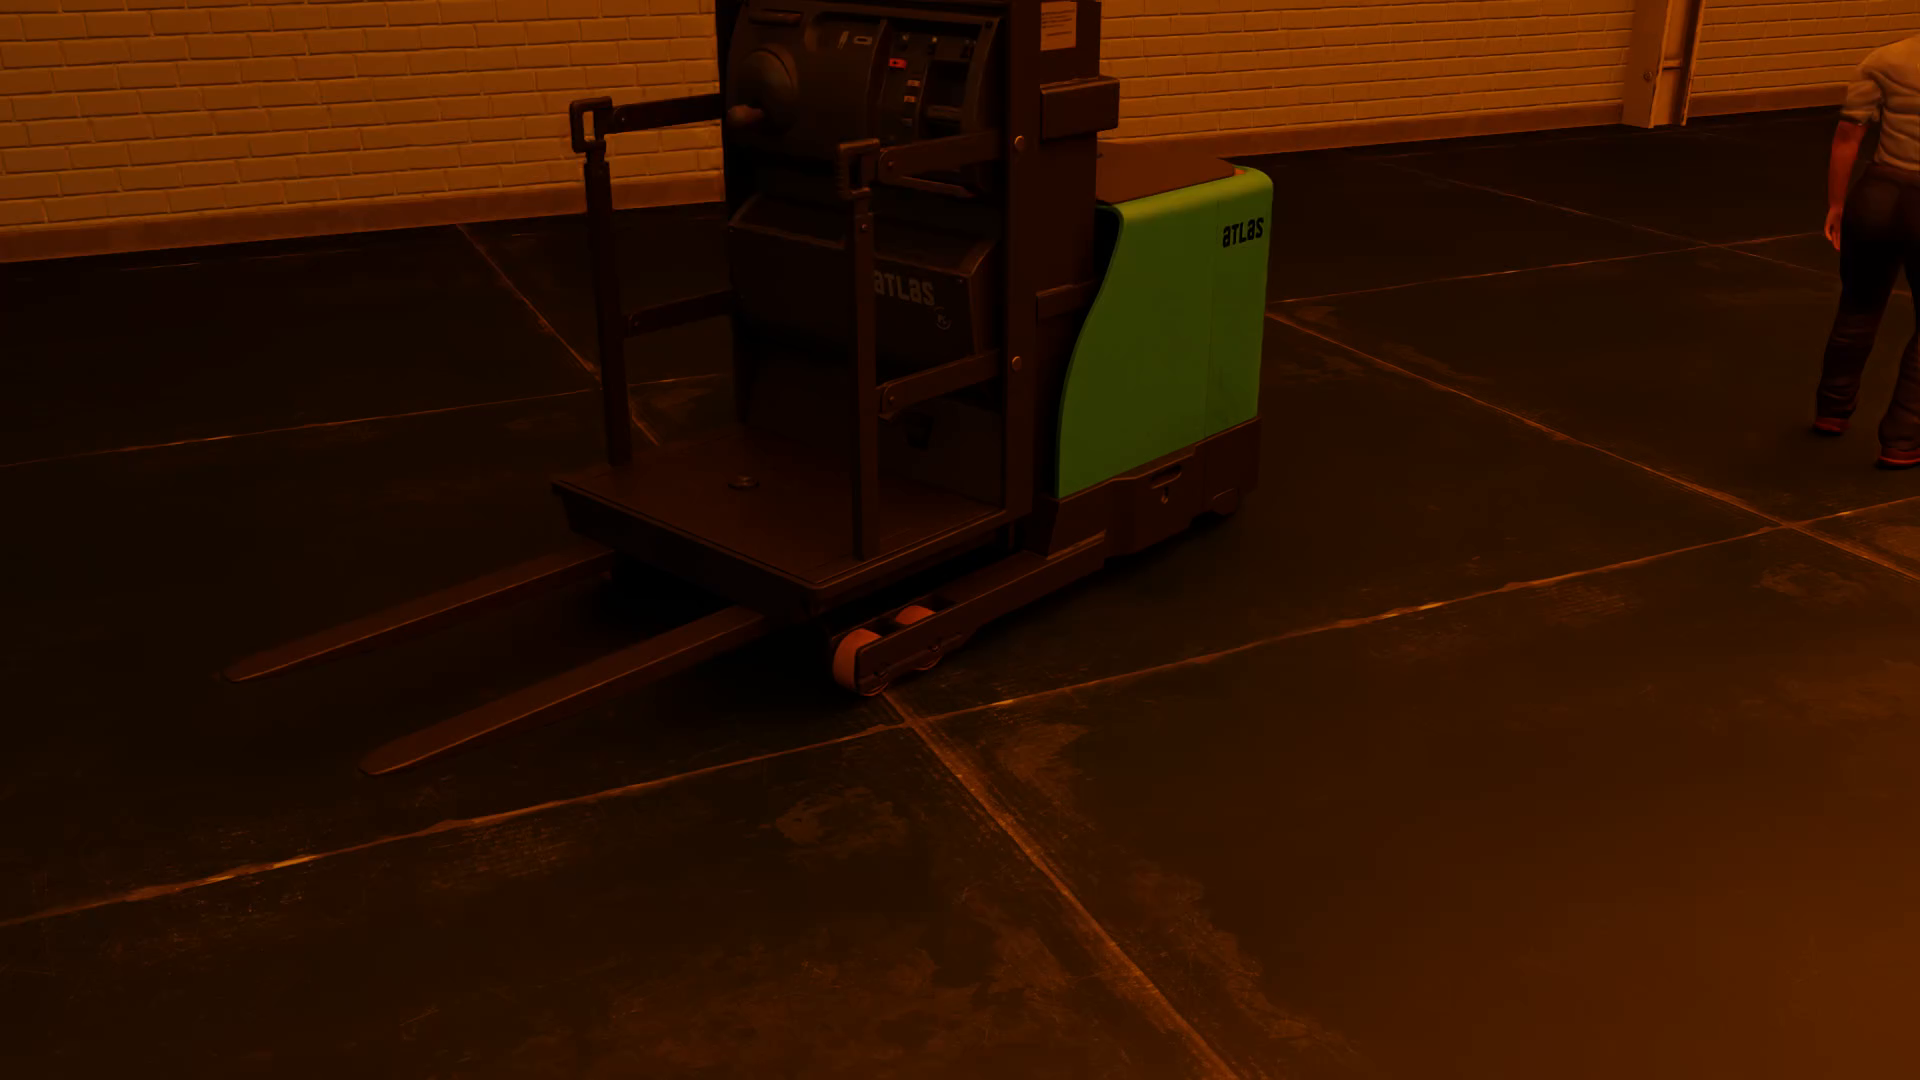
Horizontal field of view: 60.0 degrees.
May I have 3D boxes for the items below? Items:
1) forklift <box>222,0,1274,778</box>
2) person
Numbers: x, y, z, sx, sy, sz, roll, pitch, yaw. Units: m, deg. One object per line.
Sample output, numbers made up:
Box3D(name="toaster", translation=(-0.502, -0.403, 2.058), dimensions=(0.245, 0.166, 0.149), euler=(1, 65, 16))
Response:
Box3D(name="forklift", translation=(-0.413, -1.182, 4.131), dimensions=(1.130, 2.935, 3.031), euler=(19, 29, 39))
Box3D(name="person", translation=(3.236, -1.070, 5.600), dimensions=(0.475, 1.684, 0.556), euler=(-16, 27, -34))
